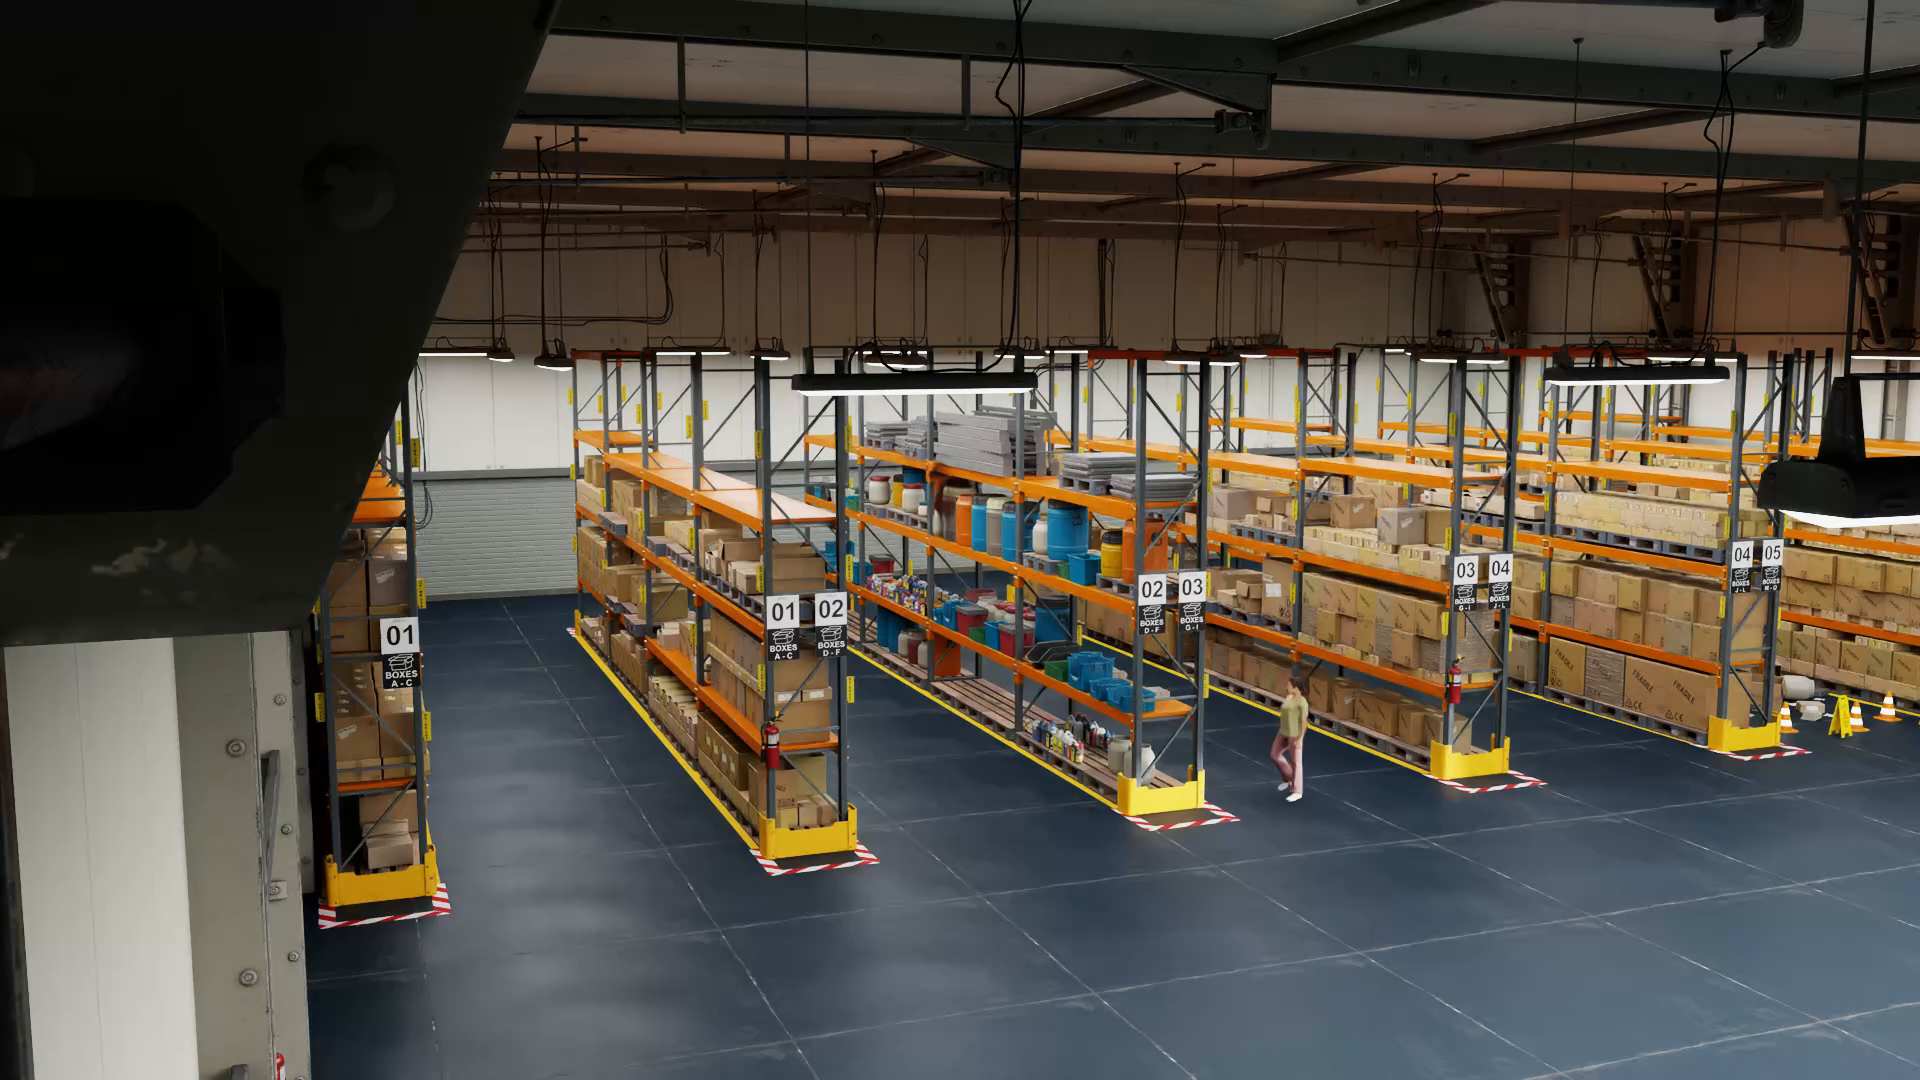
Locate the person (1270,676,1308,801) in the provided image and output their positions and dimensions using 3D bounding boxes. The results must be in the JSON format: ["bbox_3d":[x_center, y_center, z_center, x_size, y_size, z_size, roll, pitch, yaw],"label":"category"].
[{"bbox_3d":[4.514,2.674,22.711,0.486,1.677,0.552,-5,9,-34],"label":"person"}]
